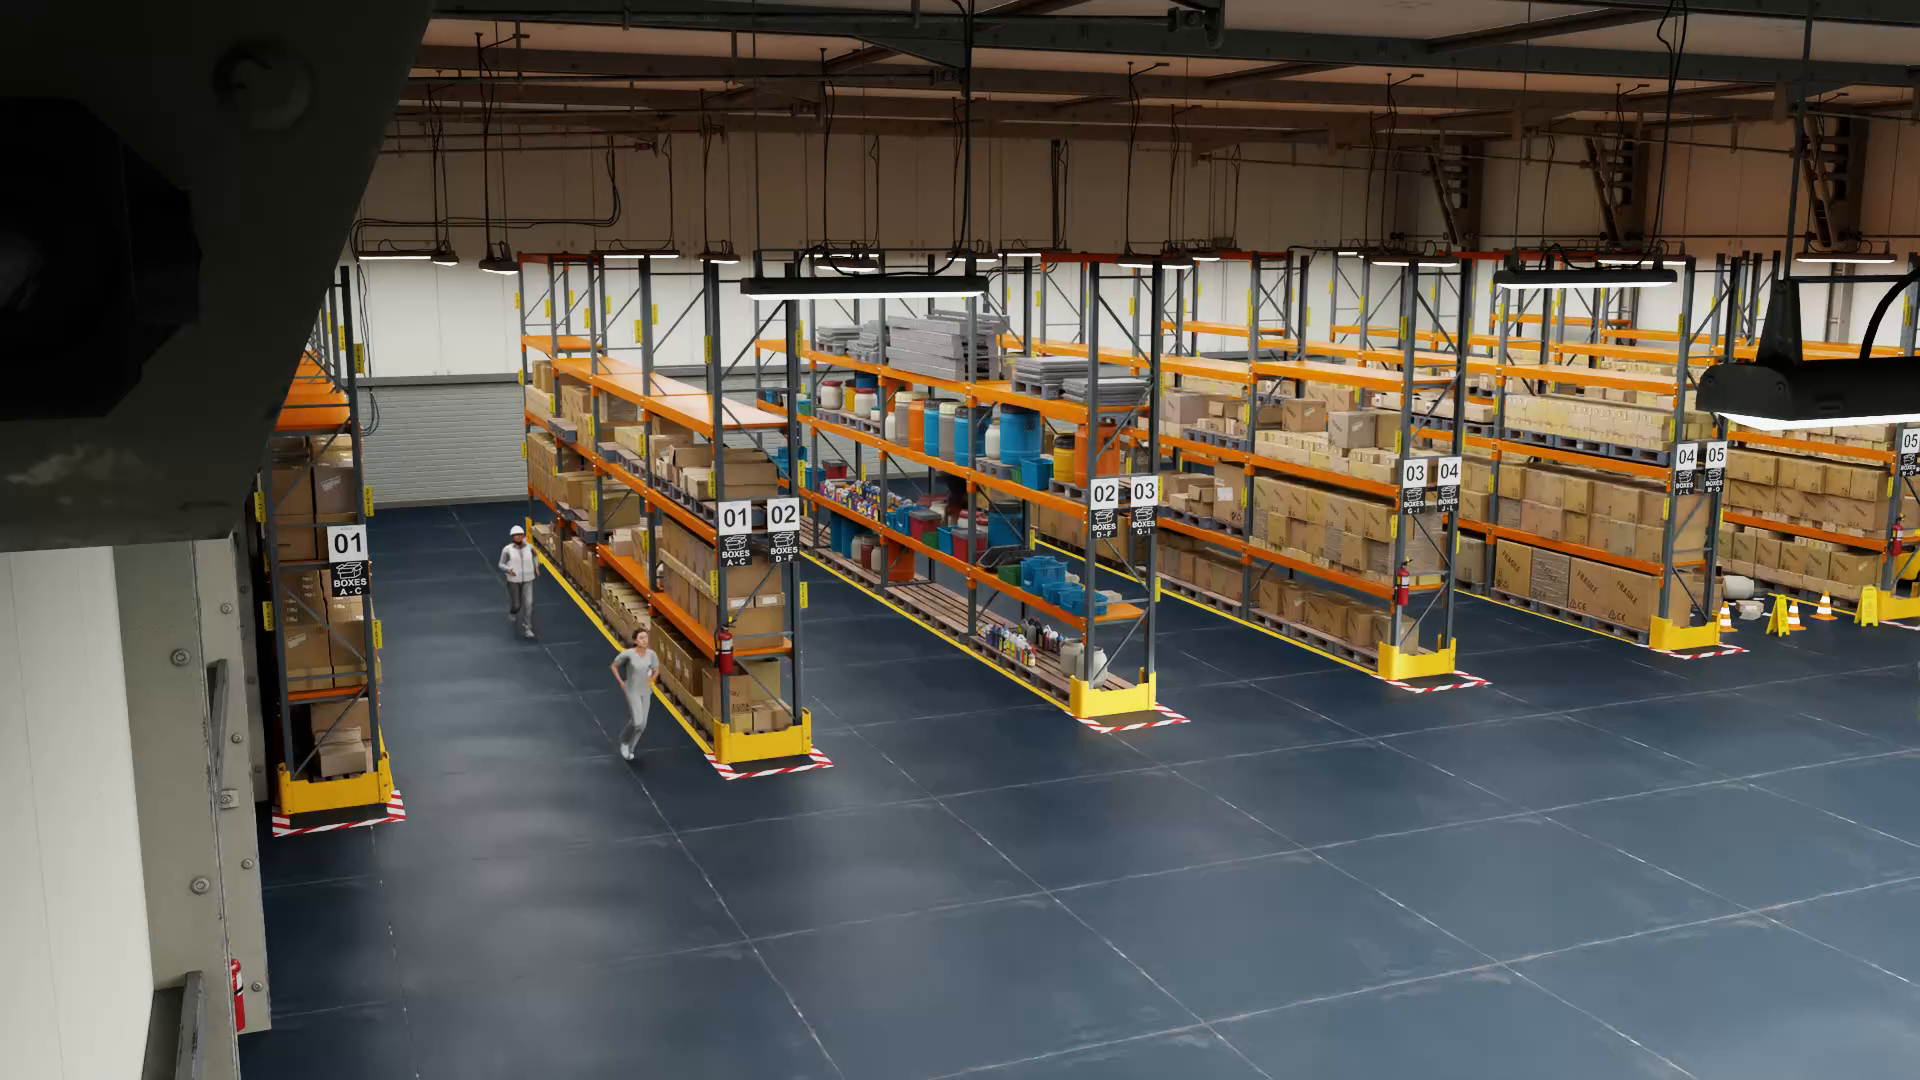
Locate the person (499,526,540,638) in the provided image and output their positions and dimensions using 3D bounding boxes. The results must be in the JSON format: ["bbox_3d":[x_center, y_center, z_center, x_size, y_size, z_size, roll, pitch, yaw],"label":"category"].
[{"bbox_3d":[-7.036,0.645,26.683,0.676,1.749,0.917,-5,12,-26],"label":"person"}]

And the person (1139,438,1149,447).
[{"bbox_3d":[4.584,-1.960,41.674,0.837,1.444,0.601,-1,10,-4],"label":"person"}]

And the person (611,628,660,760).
[{"bbox_3d":[-3.899,1.877,20.243,0.544,1.633,0.548,-8,13,-37],"label":"person"}]
